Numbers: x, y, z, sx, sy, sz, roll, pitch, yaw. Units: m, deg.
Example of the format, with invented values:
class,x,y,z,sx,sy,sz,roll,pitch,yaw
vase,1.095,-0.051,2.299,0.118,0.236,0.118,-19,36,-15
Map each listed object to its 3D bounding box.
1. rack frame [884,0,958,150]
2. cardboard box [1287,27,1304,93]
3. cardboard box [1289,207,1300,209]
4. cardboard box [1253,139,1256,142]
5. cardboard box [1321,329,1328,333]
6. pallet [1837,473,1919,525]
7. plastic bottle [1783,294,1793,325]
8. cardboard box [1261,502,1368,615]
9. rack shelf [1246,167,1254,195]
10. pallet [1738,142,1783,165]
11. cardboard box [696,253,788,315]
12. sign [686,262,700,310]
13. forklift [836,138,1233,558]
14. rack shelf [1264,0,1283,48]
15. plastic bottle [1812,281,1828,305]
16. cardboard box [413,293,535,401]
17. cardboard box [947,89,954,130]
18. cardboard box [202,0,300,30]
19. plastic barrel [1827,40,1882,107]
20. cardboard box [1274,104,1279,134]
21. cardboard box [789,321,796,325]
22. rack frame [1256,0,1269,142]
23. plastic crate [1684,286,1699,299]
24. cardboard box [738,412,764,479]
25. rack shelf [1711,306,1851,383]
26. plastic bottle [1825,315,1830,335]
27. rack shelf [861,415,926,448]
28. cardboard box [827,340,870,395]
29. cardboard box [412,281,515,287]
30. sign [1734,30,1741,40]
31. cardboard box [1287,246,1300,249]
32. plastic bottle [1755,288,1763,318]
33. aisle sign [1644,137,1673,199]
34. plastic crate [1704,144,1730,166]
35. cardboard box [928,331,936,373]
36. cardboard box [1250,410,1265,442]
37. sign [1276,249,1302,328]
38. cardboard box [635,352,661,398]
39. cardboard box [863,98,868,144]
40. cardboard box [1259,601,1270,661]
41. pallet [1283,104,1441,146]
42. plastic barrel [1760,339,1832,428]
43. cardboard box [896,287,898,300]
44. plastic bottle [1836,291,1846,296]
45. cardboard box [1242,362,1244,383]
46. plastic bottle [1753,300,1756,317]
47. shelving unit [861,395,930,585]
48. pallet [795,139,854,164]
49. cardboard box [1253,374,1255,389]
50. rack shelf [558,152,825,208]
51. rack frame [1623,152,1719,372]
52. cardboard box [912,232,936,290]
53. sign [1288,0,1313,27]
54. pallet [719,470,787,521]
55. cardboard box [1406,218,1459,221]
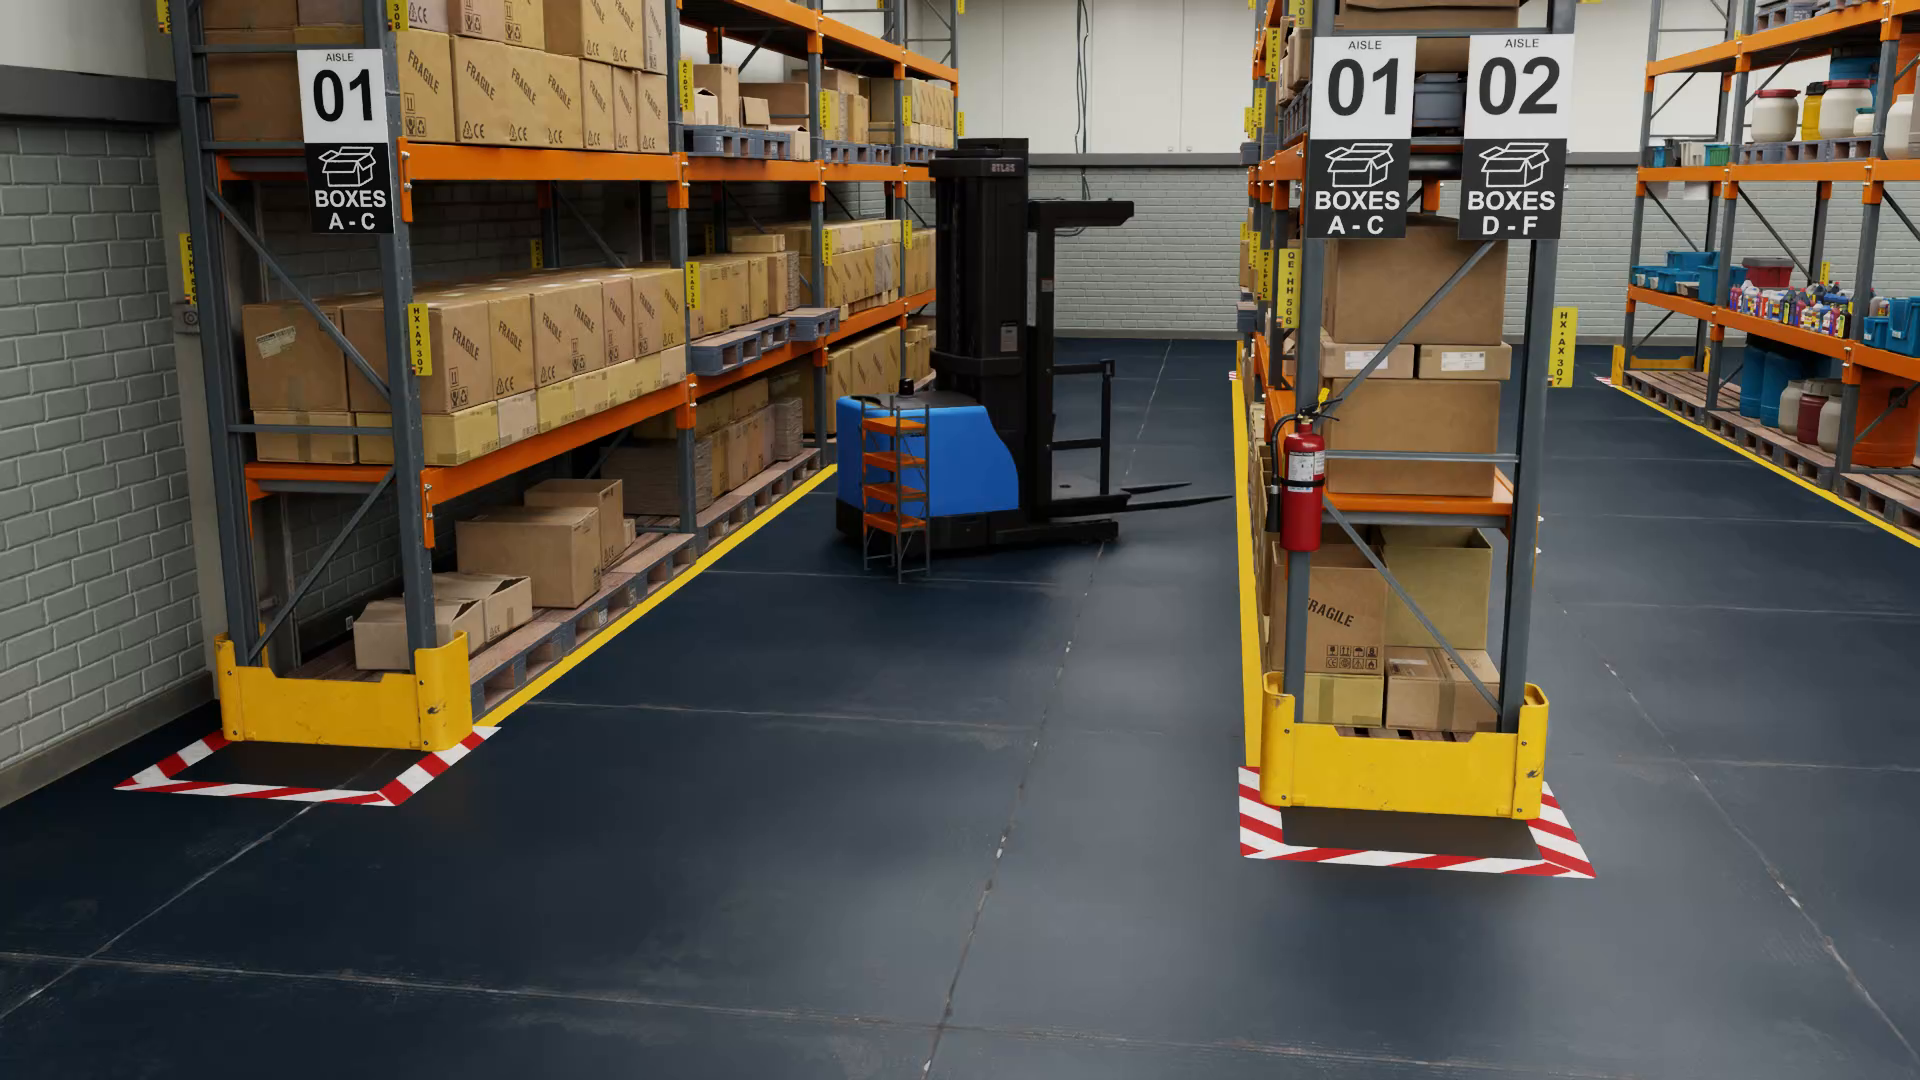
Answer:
class,x,y,z,sx,sy,sz,roll,pitch,yaw
rack frame,-0.527,-6.767,22.533,1.000,3.000,0.127,2,12,9
cardboard box,1.909,-2.404,8.292,0.500,0.311,0.500,3,13,15
cardboard box,4.571,-4.111,21.837,0.500,0.500,0.500,2,12,8
cardboard box,3.559,-4.589,18.718,0.500,0.250,0.500,2,12,9
cardboard box,1.856,-0.903,7.788,0.380,0.149,0.250,2,12,8
pallet,7.874,-0.325,13.499,1.003,0.211,1.213,2,12,9
plastic bottle,7.897,-2.193,15.827,0.061,0.283,0.133,2,12,9
cardboard box,1.835,0.098,8.666,0.500,0.500,0.500,2,12,9
rack shelf,4.060,-4.373,20.252,1.077,0.370,4.000,2,12,9
pallet,8.623,-3.888,16.744,1.213,0.211,1.003,2,12,9
cardboard box,-1.879,-2.217,14.381,0.700,0.500,0.500,1,12,3
sign,-1.835,-1.743,11.408,0.100,0.325,0.005,2,12,9
forklift,0.629,-1.492,12.458,3.031,2.935,1.130,-5,13,-24
rack shelf,2.830,-3.978,12.250,1.077,0.370,4.000,2,12,9
plastic bottle,8.658,-2.421,16.723,0.144,0.351,0.185,2,12,9
cardboard box,-2.532,-0.999,8.537,0.500,0.500,0.500,2,12,9
cardboard box,-0.370,-5.687,21.983,0.500,0.500,0.500,2,12,8
cardboard box,-3.180,-2.616,7.732,0.500,0.500,0.500,2,12,11
plastic barrel,8.535,-4.237,15.727,0.600,0.901,0.708,2,12,9
cardboard box,3.172,-3.616,14.796,0.910,0.500,0.500,2,12,9
cardboard box,-1.478,-2.117,15.745,0.380,0.149,0.250,2,12,8
rack frame,3.753,-5.775,17.928,1.000,3.000,0.127,2,12,9
plastic crate,8.553,-2.817,18.956,0.437,0.125,0.590,2,12,9
cardboard box,-2.059,-0.803,13.987,0.700,0.500,0.500,2,12,8
rack shelf,8.339,-1.913,15.956,1.077,0.370,4.000,2,12,9
plastic bottle,7.744,-1.920,14.755,0.097,0.201,0.097,0,12,0
rack shelf,-0.436,-0.730,11.168,0.258,0.148,0.480,-7,14,-30
cardboard box,-1.374,-1.654,17.155,0.750,0.750,0.750,2,12,8
cardboard box,-2.886,-1.229,9.603,0.500,0.500,0.500,2,12,9
sign,9.808,-6.274,21.010,0.100,0.325,0.005,2,12,9
cardboard box,3.453,-2.582,16.121,0.700,0.500,0.500,4,13,19
plastic bottle,8.032,-2.376,16.676,0.061,0.283,0.133,2,12,9
aisle sign,8.980,-4.809,21.516,0.394,0.787,0.004,2,12,9
plastic crate,8.471,-4.265,18.441,0.416,0.233,0.300,2,12,9
cardboard box,-0.690,-2.460,21.724,0.700,0.500,0.500,1,12,7
cardboard box,2.695,-0.935,13.912,0.500,0.311,0.500,2,12,7
sign,1.373,-1.046,6.917,0.100,0.325,0.005,2,12,9
cardboard box,-2.231,-1.061,10.604,0.500,0.250,0.500,2,12,9
cardboard box,-1.386,-4.552,18.095,0.700,0.500,0.500,1,12,6
cardboard box,1.838,0.465,8.745,0.500,0.250,0.500,2,12,9
pallet,2.417,-2.421,9.698,1.003,0.211,1.213,2,12,9
plastic barrel,8.437,-1.600,16.782,0.600,0.901,0.708,2,12,9
cardboard box,-0.915,-2.809,18.956,0.380,0.149,0.250,2,12,9
plastic bottle,8.772,-2.346,16.555,0.152,0.276,0.135,2,12,9
cardboard box,3.676,-2.026,20.114,0.500,0.311,0.500,2,12,9
plastic bottle,8.068,-2.360,16.793,0.097,0.201,0.097,0,12,0
shelving unit,-0.436,-0.346,11.251,0.258,1.200,0.503,-7,14,-30
pallet,-1.711,-3.679,15.771,1.213,0.211,1.003,2,12,11
cardboard box,3.054,-1.583,15.828,0.500,0.250,0.500,2,12,11
rack shelf,-2.065,-2.867,13.265,1.077,0.370,4.000,2,12,9
rack frame,9.262,-3.513,21.675,1.000,3.000,0.127,2,12,9
cardboard box,-0.823,-3.564,21.200,0.980,0.700,0.700,1,12,6
sign,1.373,-2.225,6.663,0.100,0.325,0.005,2,12,9
pallet,-2.069,-0.390,13.802,1.003,0.211,1.213,2,12,9
cardboard box,2.152,-1.349,8.318,0.700,0.500,0.500,2,12,9
